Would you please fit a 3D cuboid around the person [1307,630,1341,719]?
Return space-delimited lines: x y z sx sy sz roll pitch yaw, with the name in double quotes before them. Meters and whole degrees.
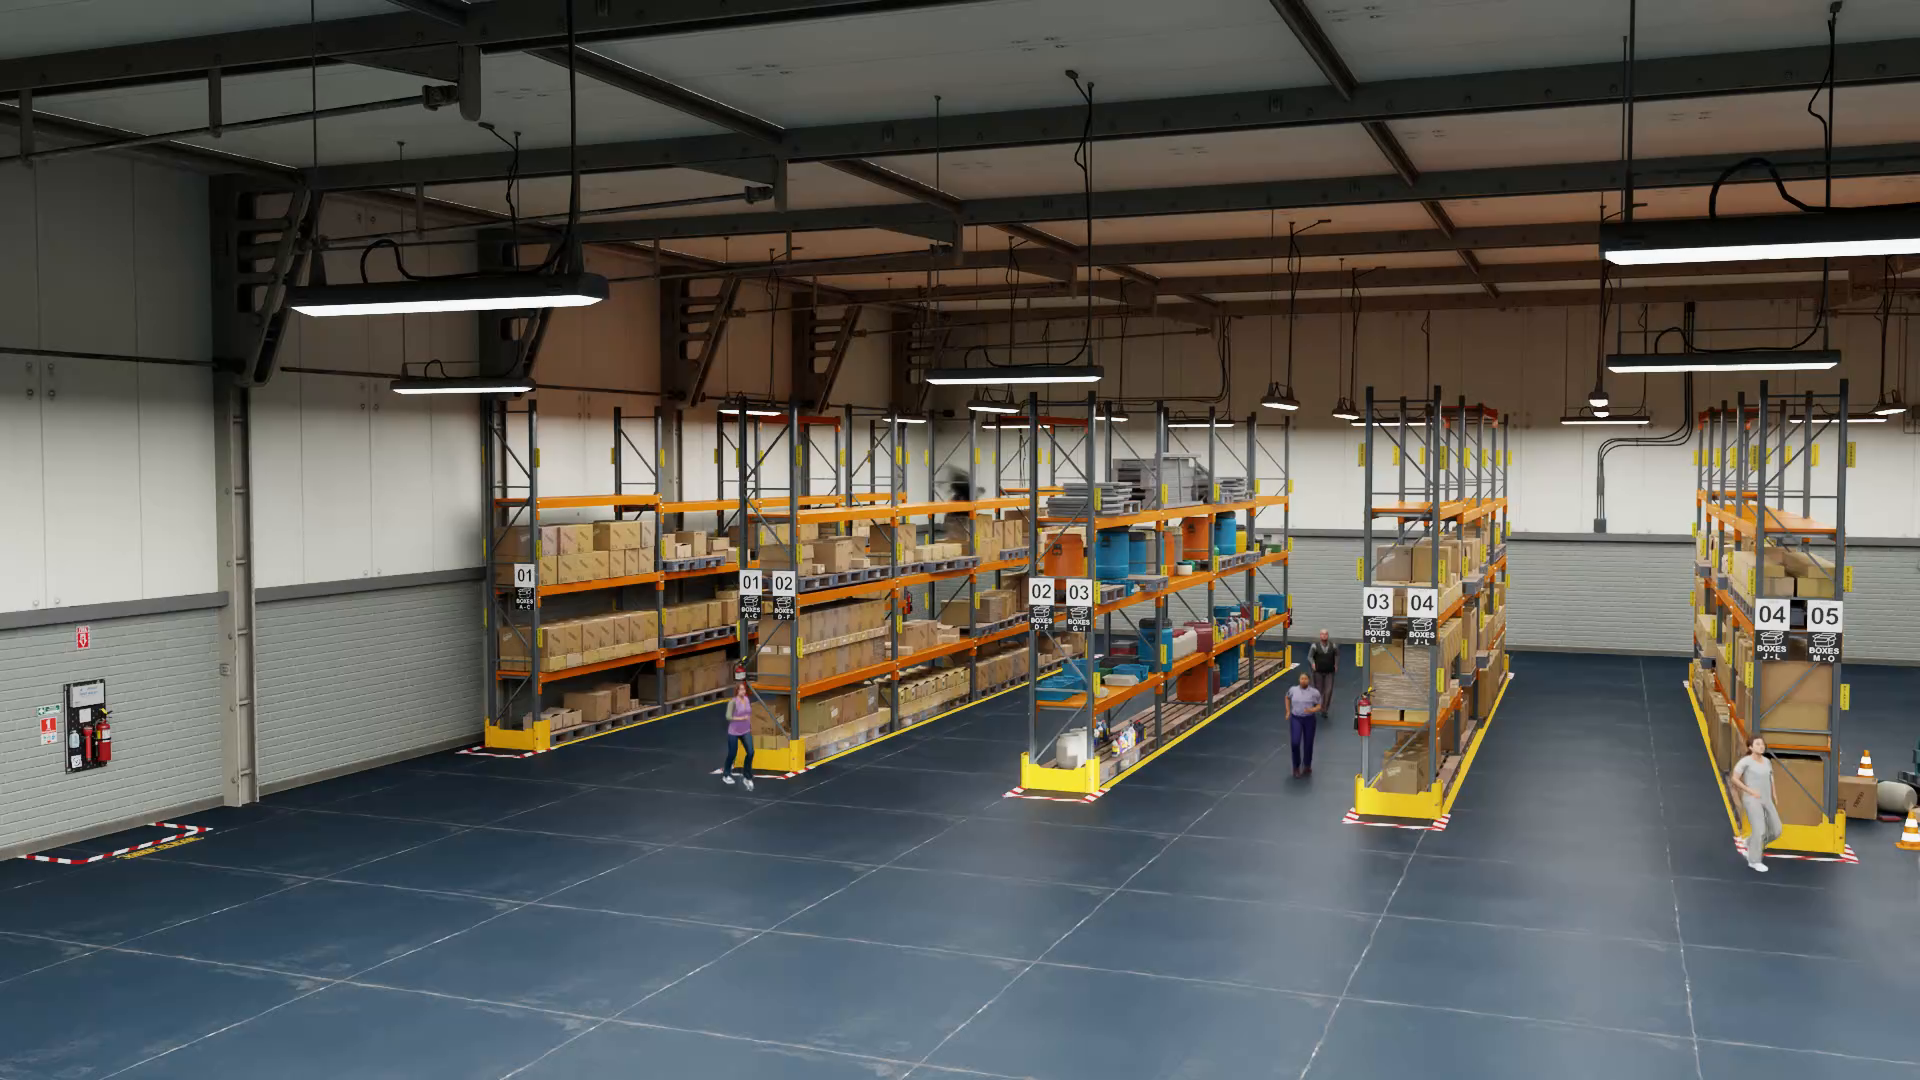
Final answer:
"person" 7.048 2.611 32.177 0.659 1.617 0.765 0 3 6

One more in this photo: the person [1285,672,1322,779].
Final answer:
"person" 5.385 2.903 26.087 0.570 1.688 0.772 1 3 12

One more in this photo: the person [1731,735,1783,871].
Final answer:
"person" 9.711 3.194 20.251 0.643 1.631 0.522 -1 3 -17

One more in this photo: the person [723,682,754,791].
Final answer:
"person" -3.332 2.959 25.149 0.540 1.642 0.705 -2 4 -39
